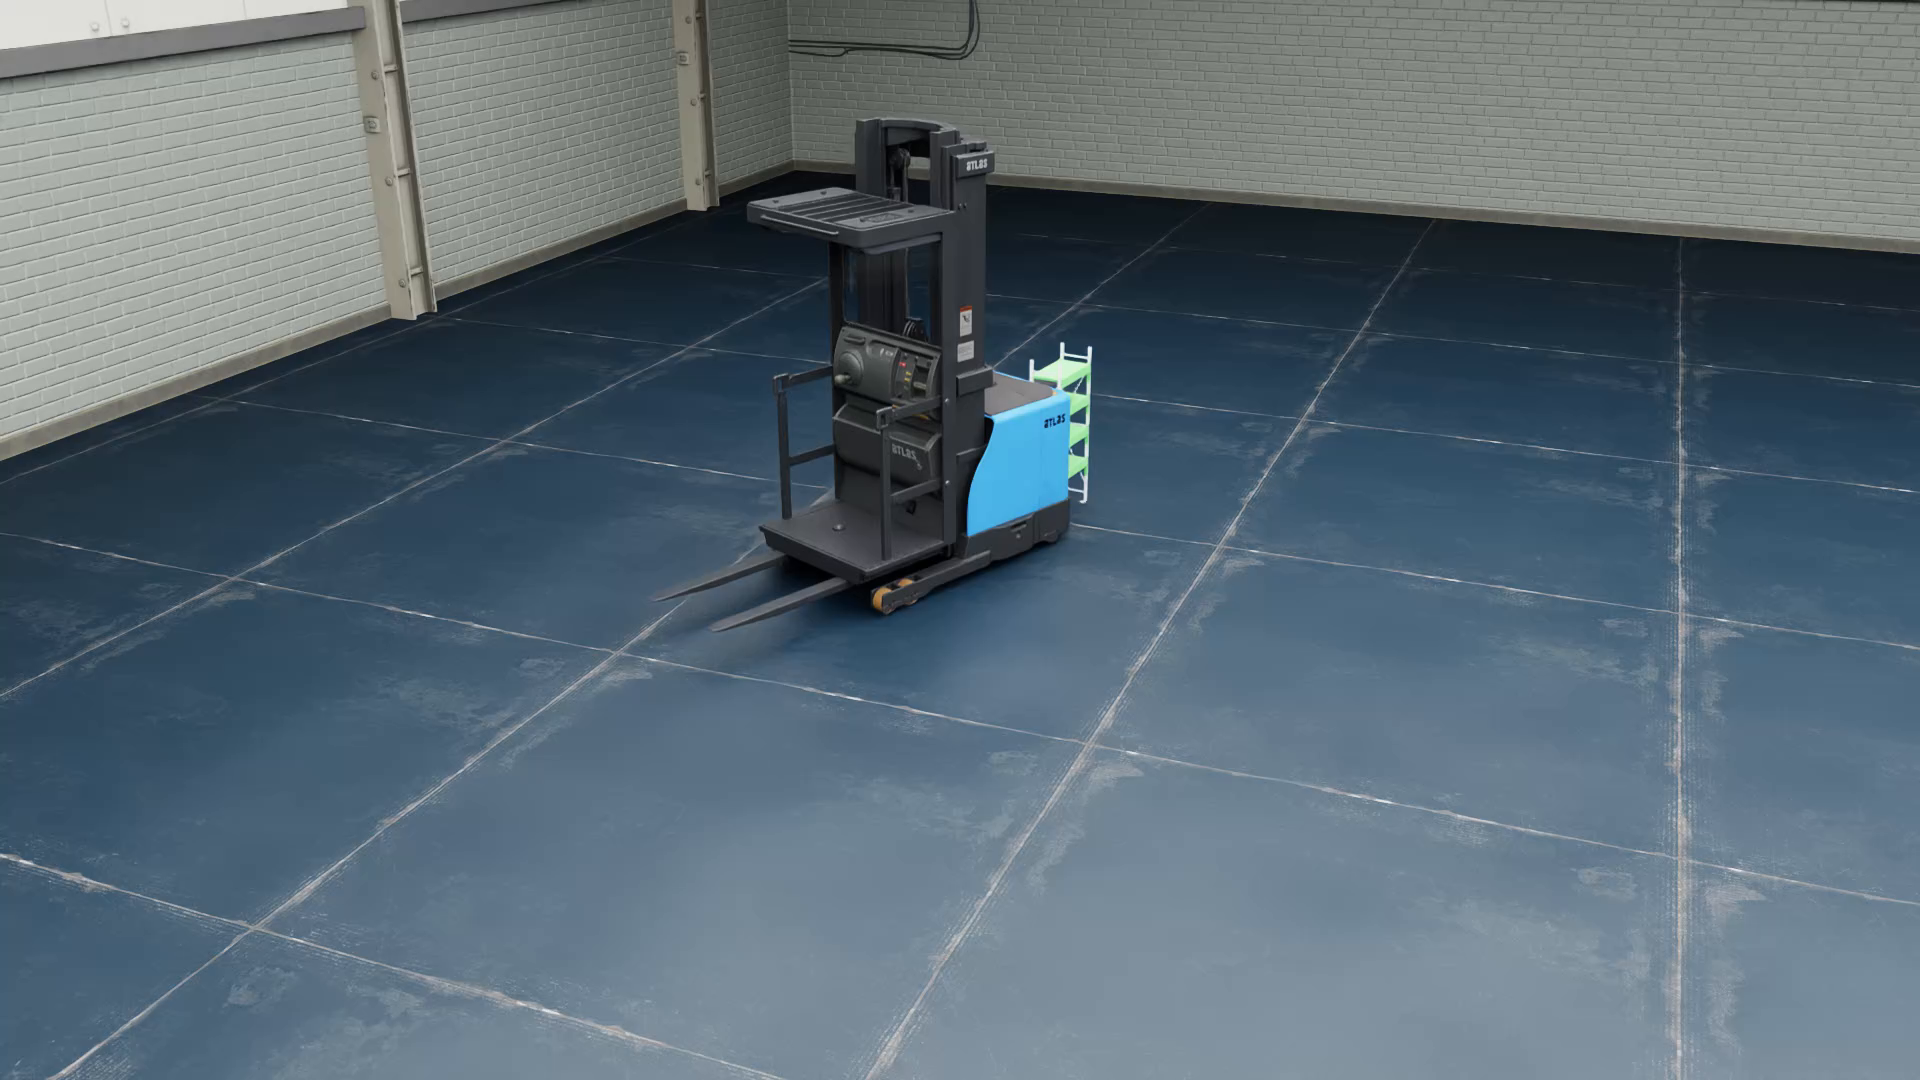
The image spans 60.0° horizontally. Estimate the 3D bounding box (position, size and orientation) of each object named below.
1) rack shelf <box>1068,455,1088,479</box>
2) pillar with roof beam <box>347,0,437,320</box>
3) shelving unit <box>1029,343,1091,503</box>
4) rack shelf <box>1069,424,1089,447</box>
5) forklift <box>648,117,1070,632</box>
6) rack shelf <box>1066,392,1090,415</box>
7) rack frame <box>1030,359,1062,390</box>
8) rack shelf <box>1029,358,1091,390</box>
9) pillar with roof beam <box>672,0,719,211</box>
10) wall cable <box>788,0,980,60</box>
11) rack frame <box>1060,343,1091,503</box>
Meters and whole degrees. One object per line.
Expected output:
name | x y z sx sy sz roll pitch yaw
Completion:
rack shelf | 0.718 -0.492 12.160 0.258 0.148 0.480 12 26 27
pillar with roof beam | -1.724 -5.902 14.204 9.100 9.000 0.400 9 24 20
shelving unit | 0.718 -0.773 12.043 0.258 1.200 0.503 12 26 27
rack shelf | 0.718 -0.714 12.068 0.258 0.148 0.480 12 26 27
forklift | -0.626 -1.105 10.592 3.031 2.935 1.130 -21 31 -41
rack shelf | 0.718 -0.935 11.975 0.258 0.148 0.480 12 26 27
rack frame | 0.599 -0.691 11.847 0.240 1.200 0.015 12 26 27
rack shelf | 0.718 -1.157 11.883 0.258 0.148 0.480 12 26 27
pillar with roof beam | 0.504 -8.049 19.344 9.100 9.000 0.400 9 24 20
wall cable | -1.171 -8.097 23.489 3.097 2.526 0.112 9 24 20
rack frame | 0.838 -0.855 12.240 0.240 1.200 0.015 12 26 27
